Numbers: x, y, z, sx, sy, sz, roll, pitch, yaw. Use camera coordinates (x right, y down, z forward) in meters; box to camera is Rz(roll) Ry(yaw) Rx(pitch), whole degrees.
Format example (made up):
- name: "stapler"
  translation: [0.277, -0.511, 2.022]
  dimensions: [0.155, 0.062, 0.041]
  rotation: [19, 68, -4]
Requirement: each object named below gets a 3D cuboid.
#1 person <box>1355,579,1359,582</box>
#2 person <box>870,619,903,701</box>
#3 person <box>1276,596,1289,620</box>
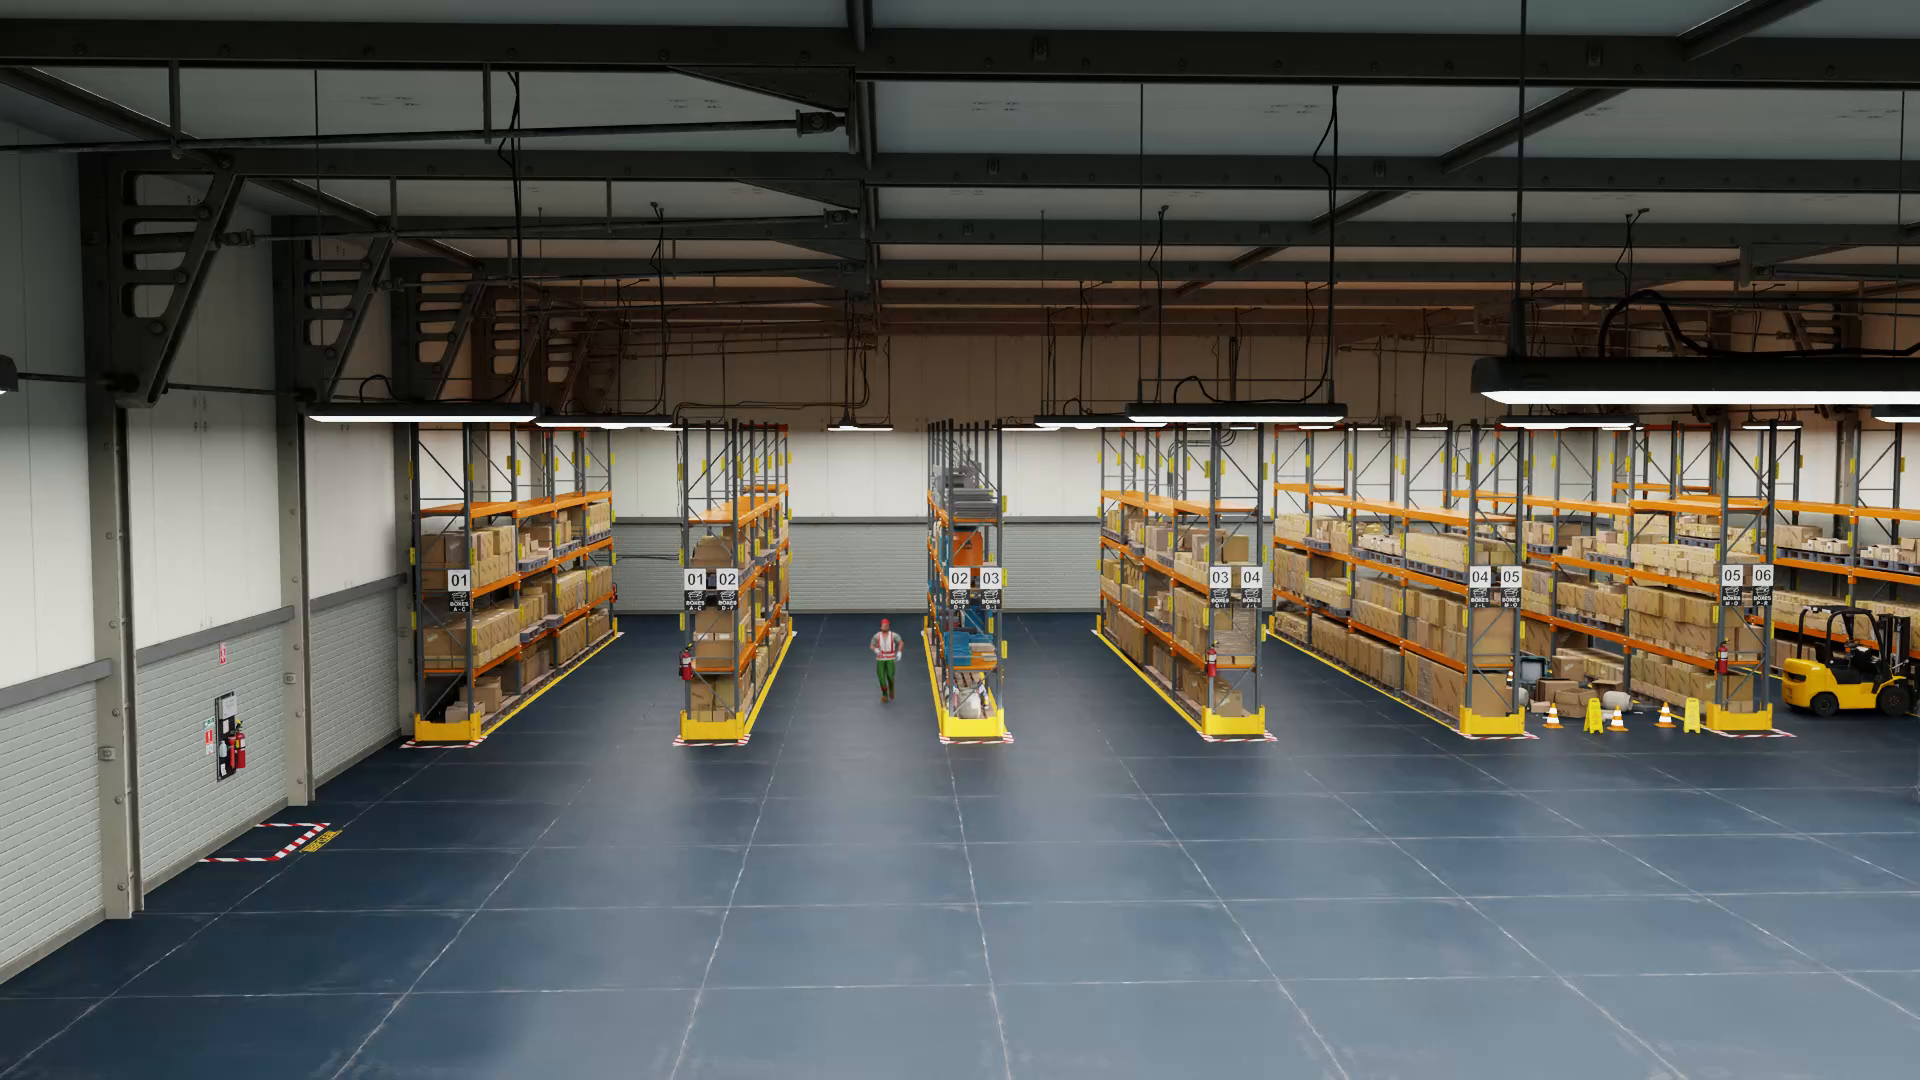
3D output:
- name: "person"
  translation: [11.118, 1.929, 46.732]
  dimensions: [0.510, 1.646, 0.720]
  rotation: [0, 4, -1]
- name: "person"
  translation: [-1.587, 2.565, 35.357]
  dimensions: [0.685, 1.757, 0.623]
  rotation: [0, 4, 4]
- name: "person"
  translation: [9.509, 1.731, 49.010]
  dimensions: [0.679, 1.715, 0.709]
  rotation: [0, 4, 1]
